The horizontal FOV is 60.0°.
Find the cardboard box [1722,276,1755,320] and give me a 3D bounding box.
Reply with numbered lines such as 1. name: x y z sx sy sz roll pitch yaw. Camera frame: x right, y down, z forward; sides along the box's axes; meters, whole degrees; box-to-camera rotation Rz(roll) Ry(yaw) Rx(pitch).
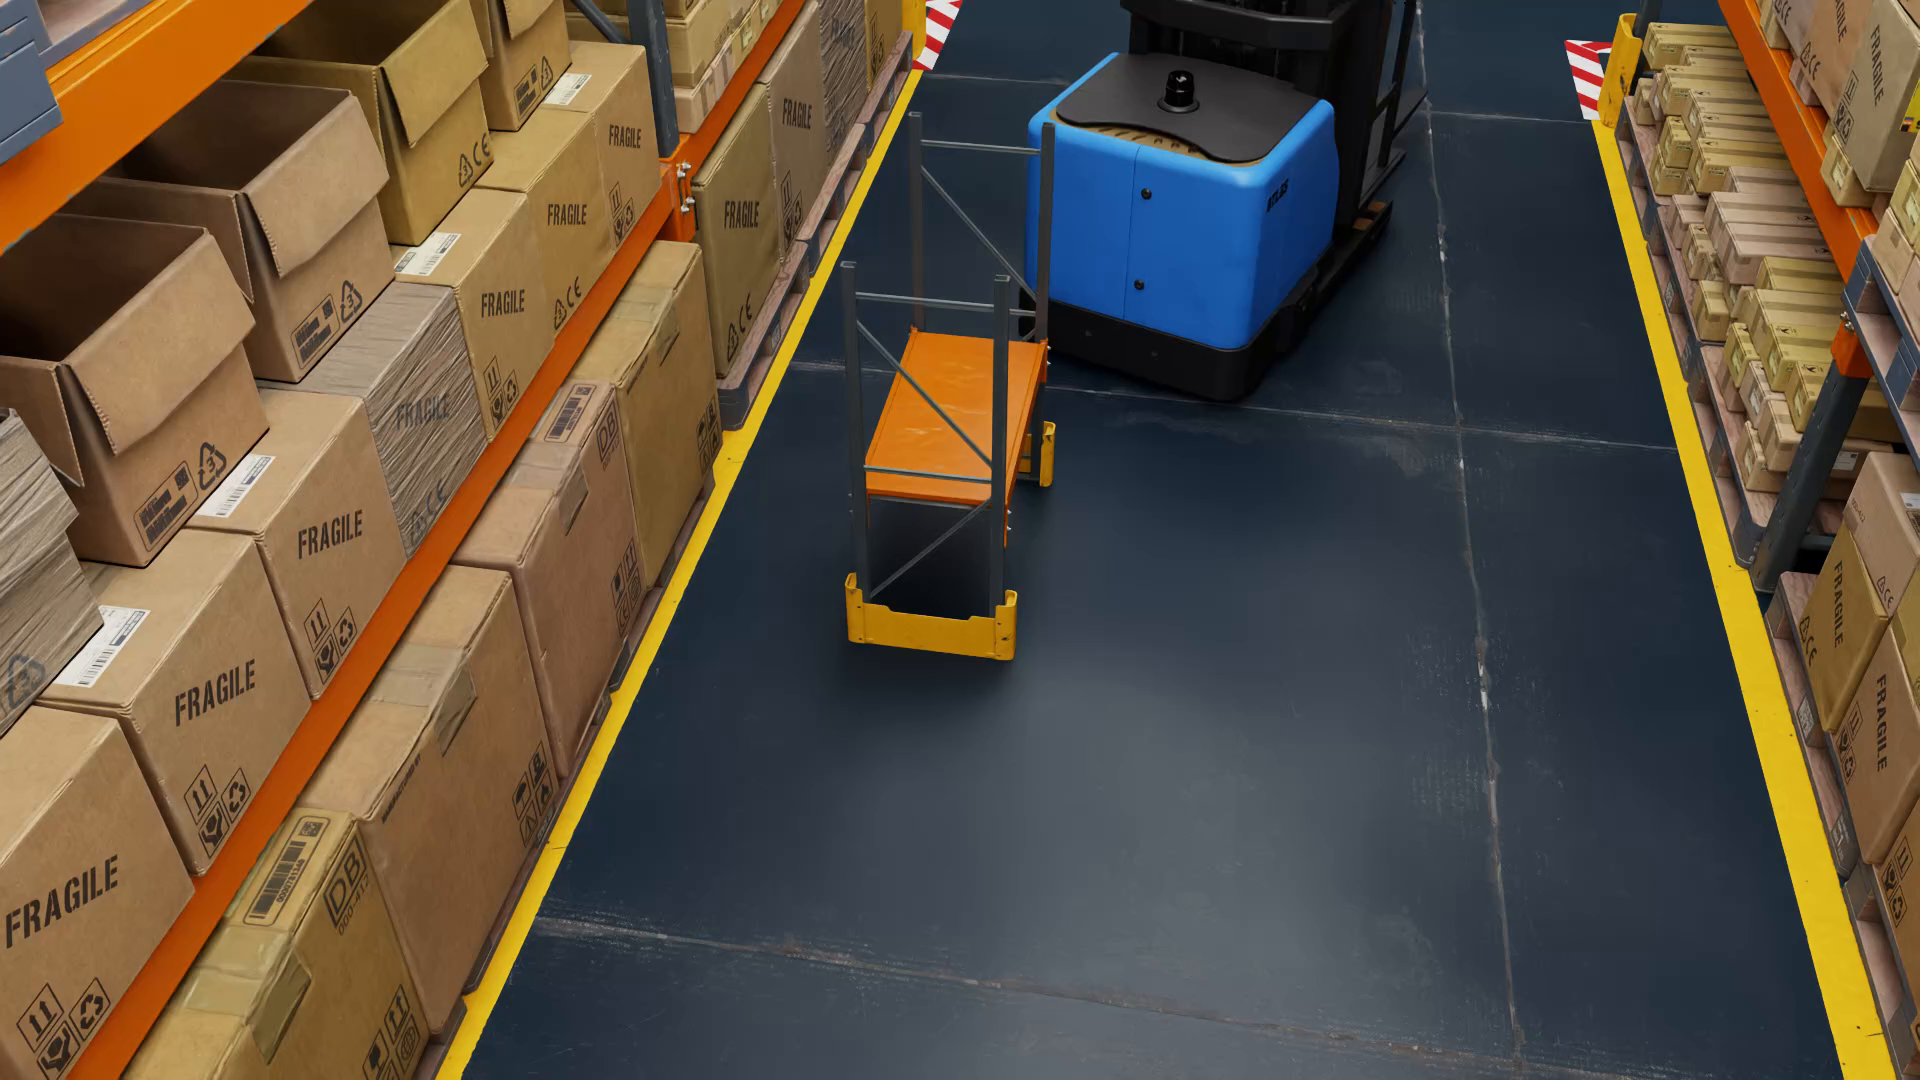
1. cardboard box: 3.347 -1.008 6.789 0.380 0.149 0.250 7 40 9

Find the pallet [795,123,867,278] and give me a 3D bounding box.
1. pallet: -1.073 -1.719 8.164 1.003 0.211 1.213 6 40 8

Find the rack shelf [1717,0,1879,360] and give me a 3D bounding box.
1. rack shelf: 3.724 -1.925 6.789 1.077 0.370 4.000 6 40 8

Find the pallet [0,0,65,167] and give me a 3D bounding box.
1. pallet: -2.123 -0.541 2.344 1.213 0.211 1.003 8 40 10

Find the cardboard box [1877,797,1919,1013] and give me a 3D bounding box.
1. cardboard box: 2.821 0.951 4.378 0.500 0.500 0.500 7 40 8

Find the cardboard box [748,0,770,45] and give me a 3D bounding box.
1. cardboard box: -0.977 -2.105 6.639 0.380 0.149 0.250 5 40 6

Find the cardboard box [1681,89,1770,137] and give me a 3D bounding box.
1. cardboard box: 3.584 -1.964 7.712 0.380 0.149 0.250 5 40 5

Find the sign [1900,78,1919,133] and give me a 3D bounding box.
1. sign: 2.842 -1.336 4.832 0.100 0.325 0.005 6 40 8

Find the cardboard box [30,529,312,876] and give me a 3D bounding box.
1. cardboard box: -1.743 0.315 3.436 0.500 0.500 0.500 5 40 6

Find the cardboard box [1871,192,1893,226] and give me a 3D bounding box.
1. cardboard box: 3.196 -1.056 5.370 0.380 0.149 0.250 6 40 7

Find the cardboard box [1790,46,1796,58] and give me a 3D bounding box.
1. cardboard box: 3.422 -1.877 6.364 0.380 0.149 0.250 6 40 7

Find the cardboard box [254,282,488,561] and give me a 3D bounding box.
1. cardboard box: -1.570 -0.320 4.205 0.500 0.500 0.500 7 40 8

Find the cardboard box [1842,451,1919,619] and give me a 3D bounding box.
1. cardboard box: 2.989 0.000 4.940 0.500 0.250 0.500 5 40 6

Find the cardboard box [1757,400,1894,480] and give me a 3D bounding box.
1. cardboard box: 3.119 -0.358 6.003 0.380 0.149 0.250 7 40 9

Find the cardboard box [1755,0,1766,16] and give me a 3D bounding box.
1. cardboard box: 3.471 -2.209 6.765 0.380 0.149 0.250 8 40 9

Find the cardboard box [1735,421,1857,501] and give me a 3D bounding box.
1. cardboard box: 3.110 -0.294 6.159 0.380 0.149 0.250 7 40 8

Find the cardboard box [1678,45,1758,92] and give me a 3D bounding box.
1. cardboard box: 3.715 -2.272 8.085 0.380 0.149 0.250 7 40 8

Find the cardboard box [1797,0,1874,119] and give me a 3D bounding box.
1. cardboard box: 3.274 -1.761 5.714 0.500 0.500 0.500 5 40 6

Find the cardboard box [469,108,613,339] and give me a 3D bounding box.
1. cardboard box: -1.395 -0.963 4.982 0.500 0.500 0.500 8 40 9

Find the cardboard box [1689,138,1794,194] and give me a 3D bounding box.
1. cardboard box: 3.436 -1.631 7.309 0.380 0.149 0.250 7 40 8

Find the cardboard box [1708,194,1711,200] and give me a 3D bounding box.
1. cardboard box: 3.558 -1.505 7.391 0.380 0.149 0.250 8 40 10

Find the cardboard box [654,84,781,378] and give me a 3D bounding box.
1. cardboard box: -1.297 -1.306 6.813 0.875 0.875 0.875 6 40 8

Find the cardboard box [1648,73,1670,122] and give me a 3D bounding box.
1. cardboard box: 3.623 -2.169 8.194 0.380 0.149 0.250 6 40 7

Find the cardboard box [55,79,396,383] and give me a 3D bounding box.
1. cardboard box: -1.815 -0.760 3.949 0.797 0.503 0.637 8 40 9

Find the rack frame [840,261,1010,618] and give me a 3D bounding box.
1. rack frame: -0.103 -0.205 5.321 0.500 1.500 0.032 6 40 8

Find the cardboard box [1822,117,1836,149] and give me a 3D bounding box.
1. cardboard box: 3.239 -1.390 5.775 0.380 0.149 0.250 8 40 9

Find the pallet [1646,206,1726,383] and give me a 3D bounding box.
1. pallet: 3.668 -1.066 7.374 1.003 0.211 1.213 6 40 8

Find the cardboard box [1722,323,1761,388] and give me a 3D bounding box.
1. cardboard box: 3.182 -0.699 6.416 0.380 0.149 0.250 5 40 6

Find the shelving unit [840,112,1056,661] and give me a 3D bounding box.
1. shelving unit: -0.013 -0.530 5.714 0.587 1.500 1.083 6 40 8

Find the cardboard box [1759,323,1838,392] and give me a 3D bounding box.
1. cardboard box: 3.188 -0.656 6.131 0.380 0.149 0.250 7 40 8

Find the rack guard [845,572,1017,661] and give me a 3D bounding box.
1. rack guard: -0.099 0.264 5.734 0.587 0.250 0.087 6 40 8

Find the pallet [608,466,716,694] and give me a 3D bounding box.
1. pallet: -1.550 0.010 6.073 1.003 0.211 1.213 6 40 8

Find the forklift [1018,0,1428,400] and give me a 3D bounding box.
1. forklift: 1.426 -2.625 7.125 1.130 2.935 3.031 20 44 23

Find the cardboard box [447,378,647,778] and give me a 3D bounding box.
1. cardboard box: -1.735 0.064 5.156 1.225 0.875 0.875 5 40 6

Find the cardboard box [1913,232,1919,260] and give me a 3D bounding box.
1. cardboard box: 2.813 -0.768 4.459 0.380 0.149 0.250 6 40 7

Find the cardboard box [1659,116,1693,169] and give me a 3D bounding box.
1. cardboard box: 3.517 -1.857 7.816 0.380 0.149 0.250 8 40 9

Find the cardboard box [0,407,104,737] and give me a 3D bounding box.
1. cardboard box: -2.040 0.070 2.945 0.797 0.503 0.637 8 40 9

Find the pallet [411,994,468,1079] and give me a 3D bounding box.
1. pallet: -1.972 1.541 4.221 1.003 0.211 1.213 6 40 8

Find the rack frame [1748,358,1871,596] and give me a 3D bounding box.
1. rack frame: 3.377 -0.947 5.042 1.000 3.000 0.127 6 40 8

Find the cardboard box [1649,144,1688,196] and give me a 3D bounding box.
1. cardboard box: 3.511 -1.749 7.919 0.380 0.149 0.250 7 40 8

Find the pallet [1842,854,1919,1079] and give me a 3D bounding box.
1. pallet: 3.035 1.384 4.410 1.003 0.211 1.213 6 40 8

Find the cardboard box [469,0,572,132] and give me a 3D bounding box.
1. cardboard box: -1.593 -1.581 4.942 0.797 0.503 0.637 5 40 7

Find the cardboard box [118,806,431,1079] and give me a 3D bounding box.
1. cardboard box: -2.042 1.179 3.808 1.225 0.875 0.875 5 40 6

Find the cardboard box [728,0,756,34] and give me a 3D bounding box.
1. cardboard box: -1.060 -2.192 6.432 0.500 0.250 0.500 6 40 7

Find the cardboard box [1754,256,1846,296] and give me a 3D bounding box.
1. cardboard box: 3.346 -0.968 6.507 0.380 0.149 0.250 8 40 9

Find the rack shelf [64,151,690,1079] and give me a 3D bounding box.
1. rack shelf: -1.836 -0.025 4.491 1.077 0.370 4.000 6 40 8

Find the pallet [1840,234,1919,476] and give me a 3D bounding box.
1. pallet: 3.102 -0.410 4.542 1.003 0.211 1.213 6 40 8

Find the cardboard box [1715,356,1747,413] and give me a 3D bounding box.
1. cardboard box: 3.219 -0.621 6.555 0.380 0.149 0.250 5 40 6

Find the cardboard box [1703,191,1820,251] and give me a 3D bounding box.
1. cardboard box: 3.336 -1.318 6.931 0.380 0.149 0.250 5 40 6

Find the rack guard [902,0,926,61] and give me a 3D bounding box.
1. rack guard: -0.794 -3.120 9.631 1.175 0.500 0.348 6 40 8

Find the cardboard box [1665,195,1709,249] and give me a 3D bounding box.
1. cardboard box: 3.432 -1.432 7.535 0.380 0.149 0.250 5 40 6

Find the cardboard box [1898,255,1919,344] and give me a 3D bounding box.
1. cardboard box: 2.814 -0.641 4.539 0.380 0.149 0.250 7 40 8

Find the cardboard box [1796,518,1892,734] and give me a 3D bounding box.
1. cardboard box: 2.988 0.289 5.179 0.500 0.500 0.500 8 40 9

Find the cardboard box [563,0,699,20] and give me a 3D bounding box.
1. cardboard box: -1.156 -2.176 5.823 0.500 0.500 0.500 6 40 8

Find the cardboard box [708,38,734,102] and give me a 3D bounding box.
1. cardboard box: -1.066 -1.775 6.240 0.380 0.149 0.250 5 40 6

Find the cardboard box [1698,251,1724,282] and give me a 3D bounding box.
1. cardboard box: 3.400 -1.100 7.134 0.380 0.149 0.250 7 40 9

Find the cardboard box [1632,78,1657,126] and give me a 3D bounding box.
1. cardboard box: 3.664 -2.227 8.498 0.380 0.149 0.250 7 40 9

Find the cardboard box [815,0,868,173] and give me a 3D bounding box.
1. cardboard box: -0.987 -2.429 8.172 0.875 0.875 0.875 6 40 8
